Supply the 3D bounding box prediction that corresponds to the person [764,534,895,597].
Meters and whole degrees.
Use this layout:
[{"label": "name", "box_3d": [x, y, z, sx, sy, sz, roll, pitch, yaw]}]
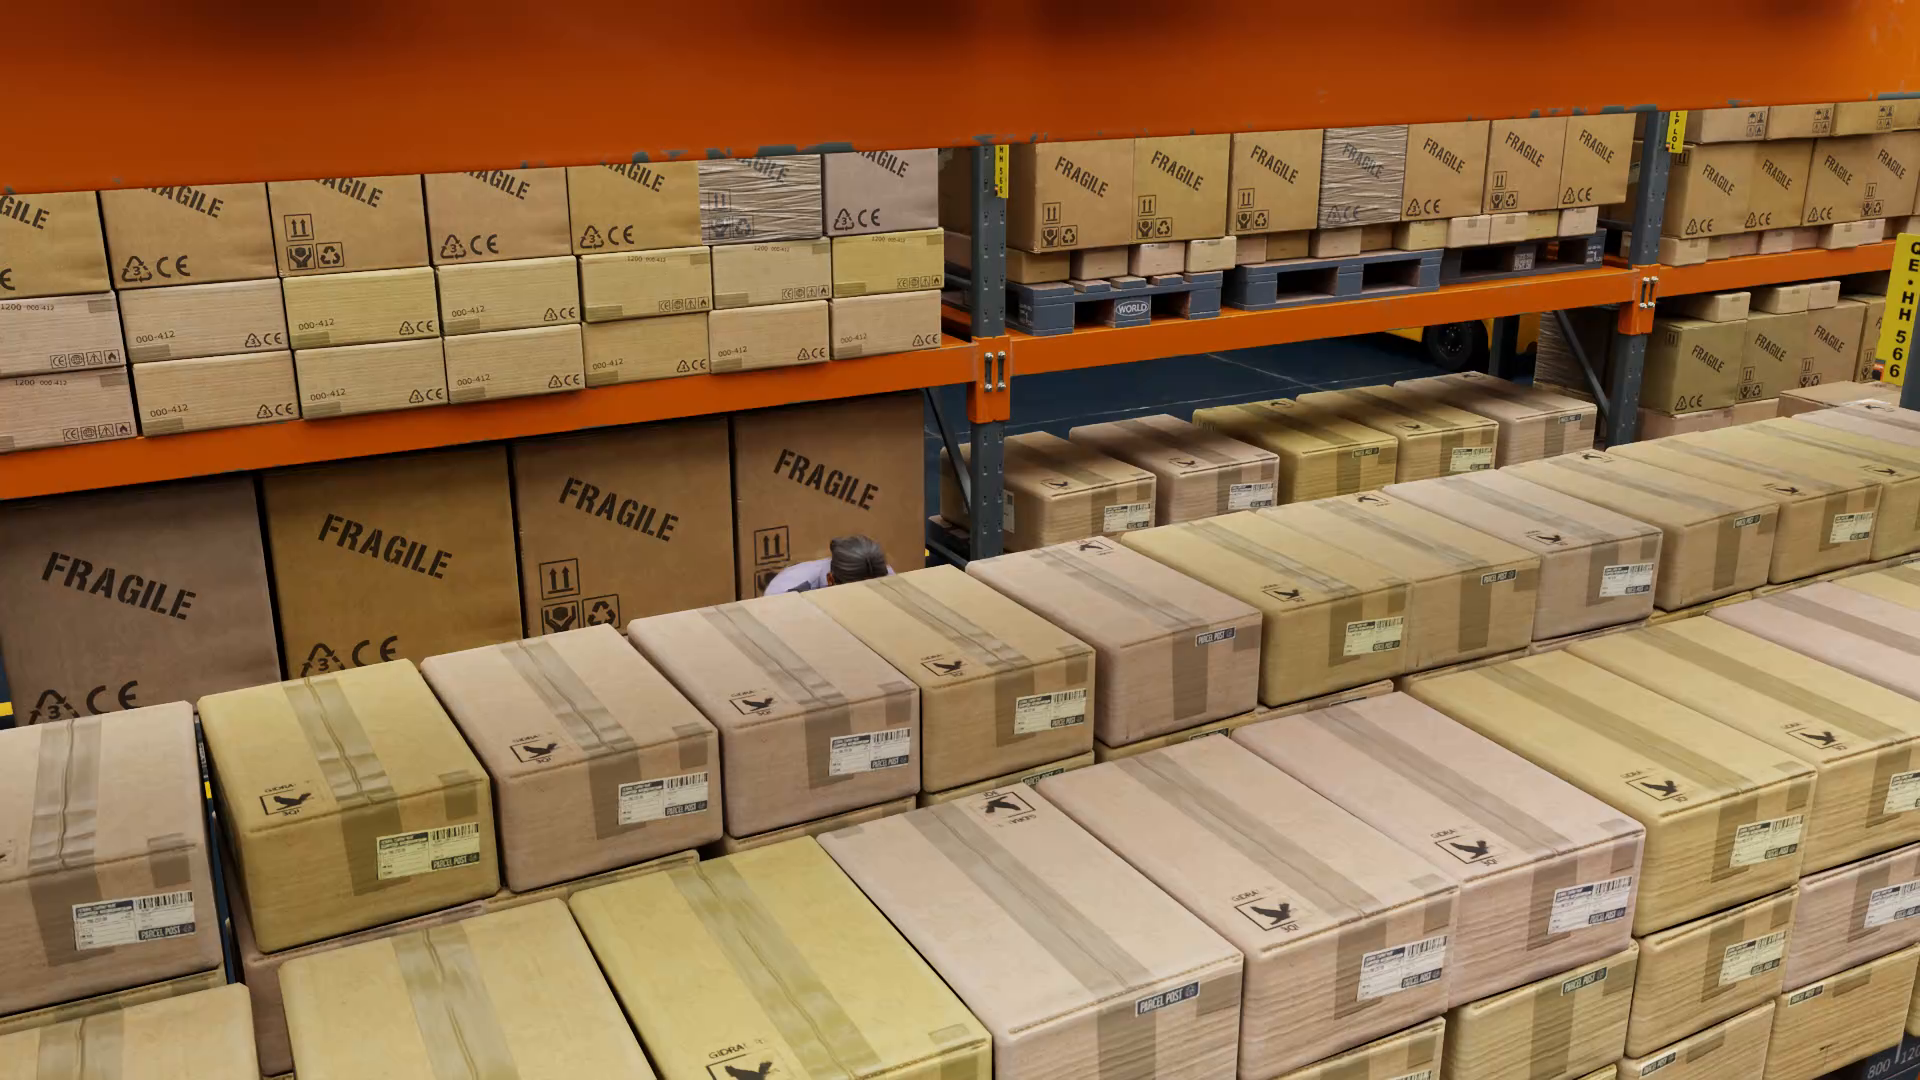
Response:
[{"label": "person", "box_3d": [-0.434, 0.500, 5.266, 0.540, 1.230, 0.727, -10, 21, -27]}]
